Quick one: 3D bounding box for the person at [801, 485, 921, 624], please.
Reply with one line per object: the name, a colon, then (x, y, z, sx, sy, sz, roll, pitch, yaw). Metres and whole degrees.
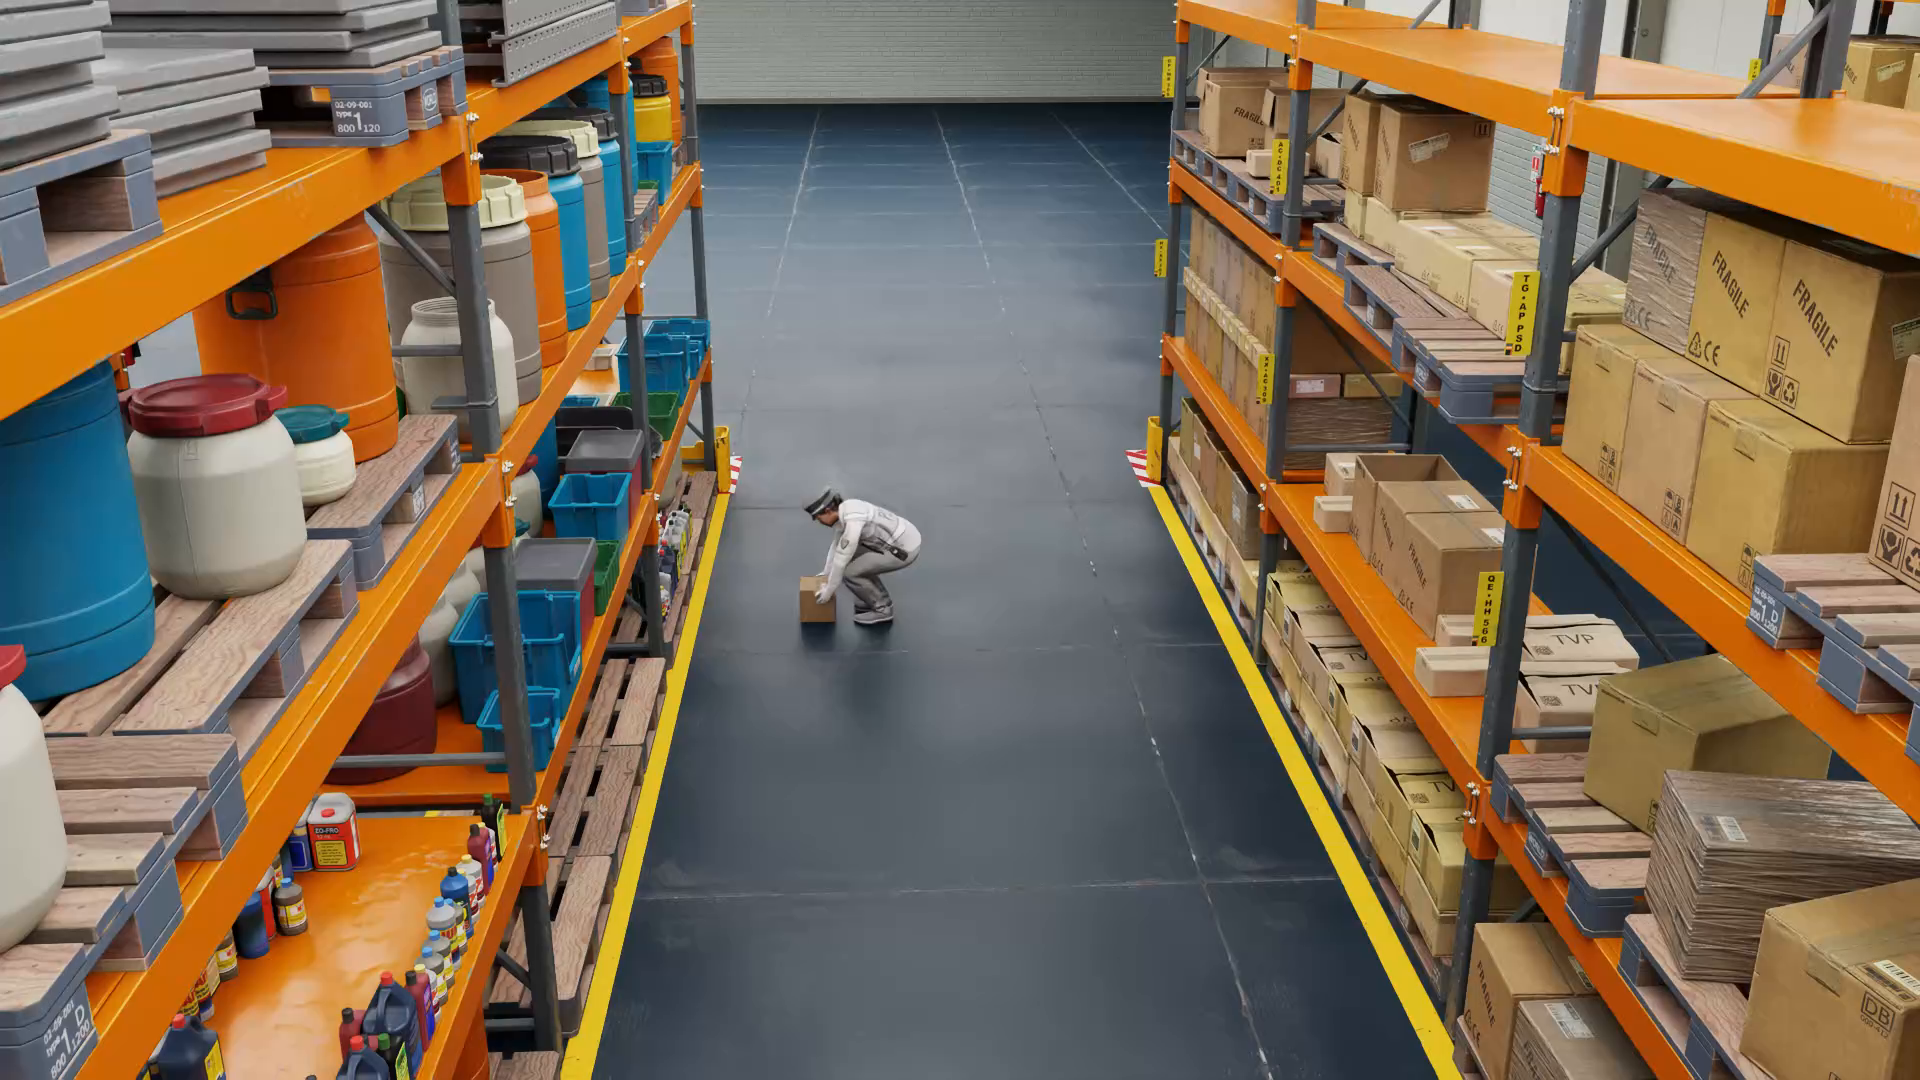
person: (-0.693, 0.088, 11.790, 0.840, 1.006, 0.493, -1, 21, -3)
